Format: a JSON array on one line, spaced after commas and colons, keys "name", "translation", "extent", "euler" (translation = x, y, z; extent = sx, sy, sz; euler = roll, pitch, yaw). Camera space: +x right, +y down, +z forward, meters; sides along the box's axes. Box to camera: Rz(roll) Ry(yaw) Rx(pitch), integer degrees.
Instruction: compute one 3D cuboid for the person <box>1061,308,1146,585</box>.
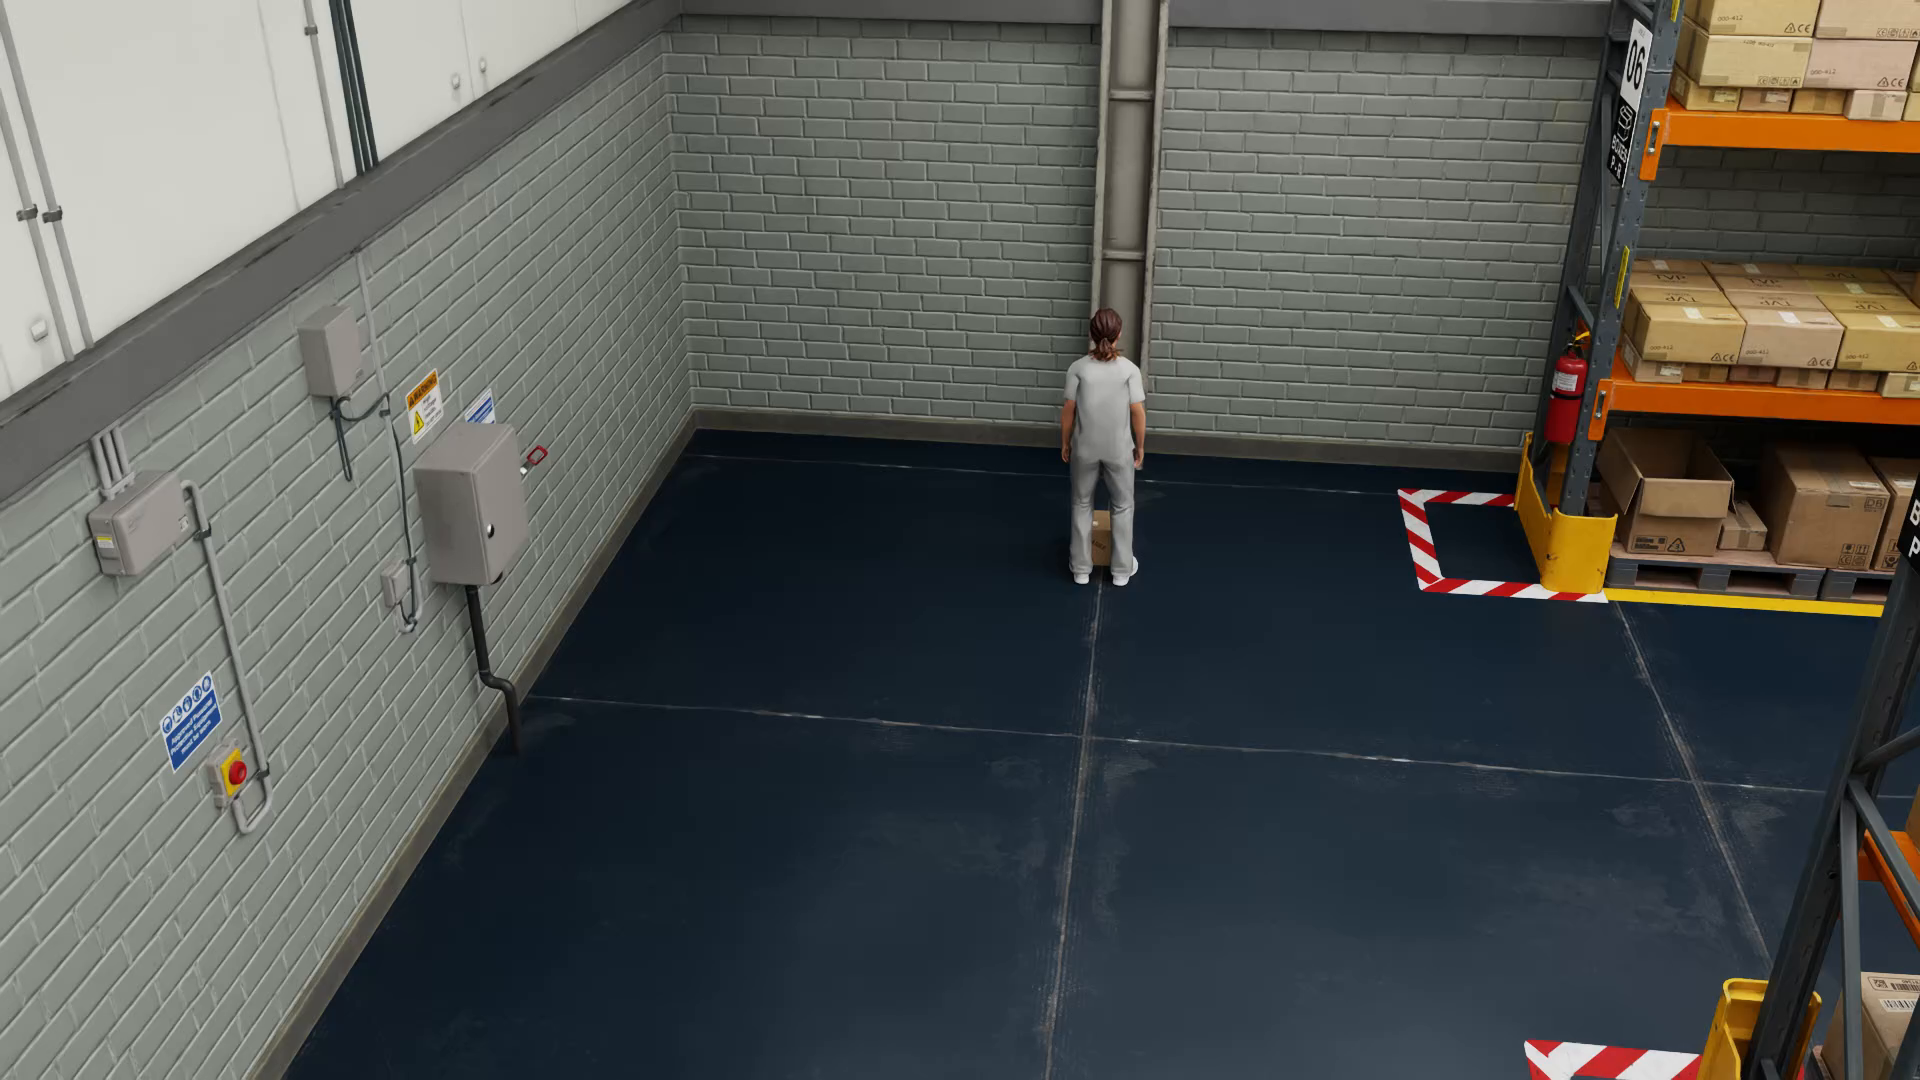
[{"name": "person", "translation": [0.819, -0.522, 9.585], "extent": [0.486, 1.673, 0.358], "euler": [4, 29, 7]}]
